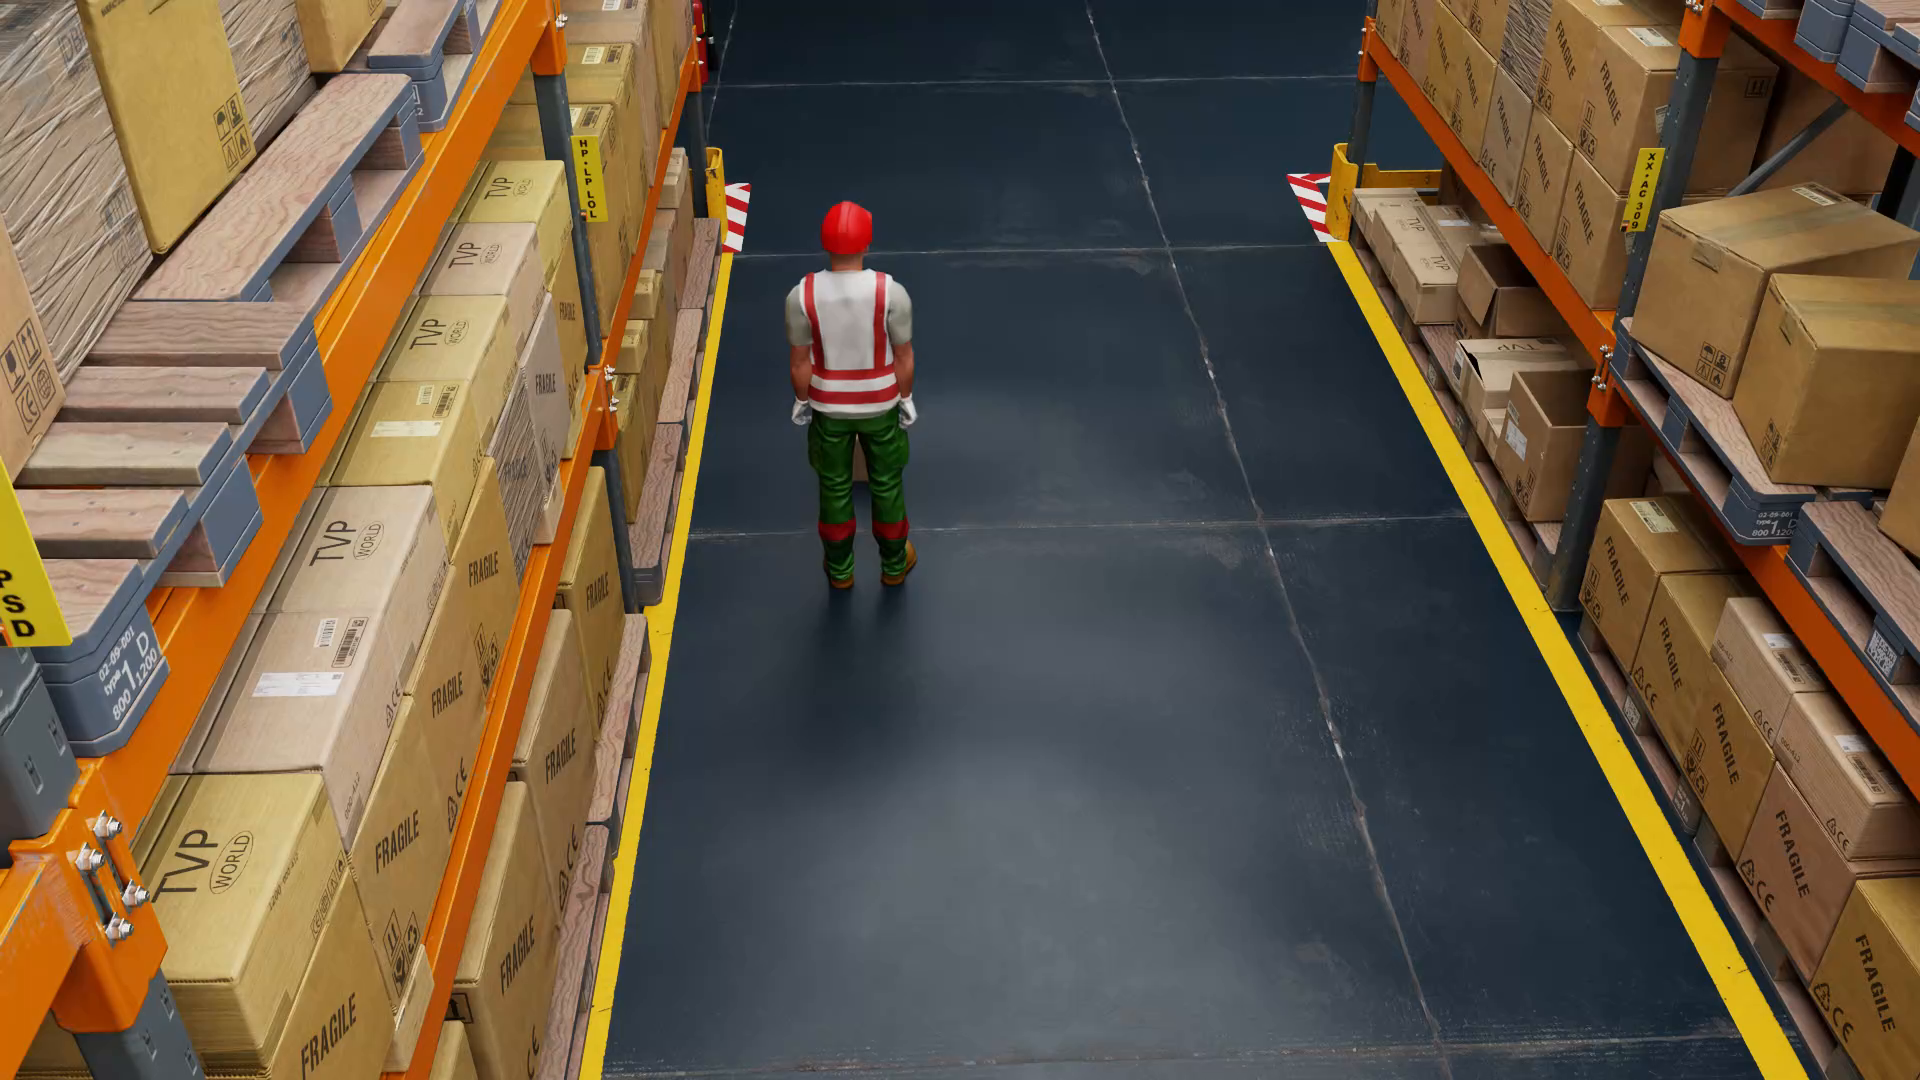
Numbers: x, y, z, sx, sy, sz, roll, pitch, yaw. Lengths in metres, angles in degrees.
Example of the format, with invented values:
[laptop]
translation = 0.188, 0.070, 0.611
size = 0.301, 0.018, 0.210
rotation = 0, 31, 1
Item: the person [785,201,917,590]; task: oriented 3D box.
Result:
[person]
translation = -0.444, -0.584, 6.957
size = 0.526, 1.796, 0.364
rotation = -1, 35, -2
